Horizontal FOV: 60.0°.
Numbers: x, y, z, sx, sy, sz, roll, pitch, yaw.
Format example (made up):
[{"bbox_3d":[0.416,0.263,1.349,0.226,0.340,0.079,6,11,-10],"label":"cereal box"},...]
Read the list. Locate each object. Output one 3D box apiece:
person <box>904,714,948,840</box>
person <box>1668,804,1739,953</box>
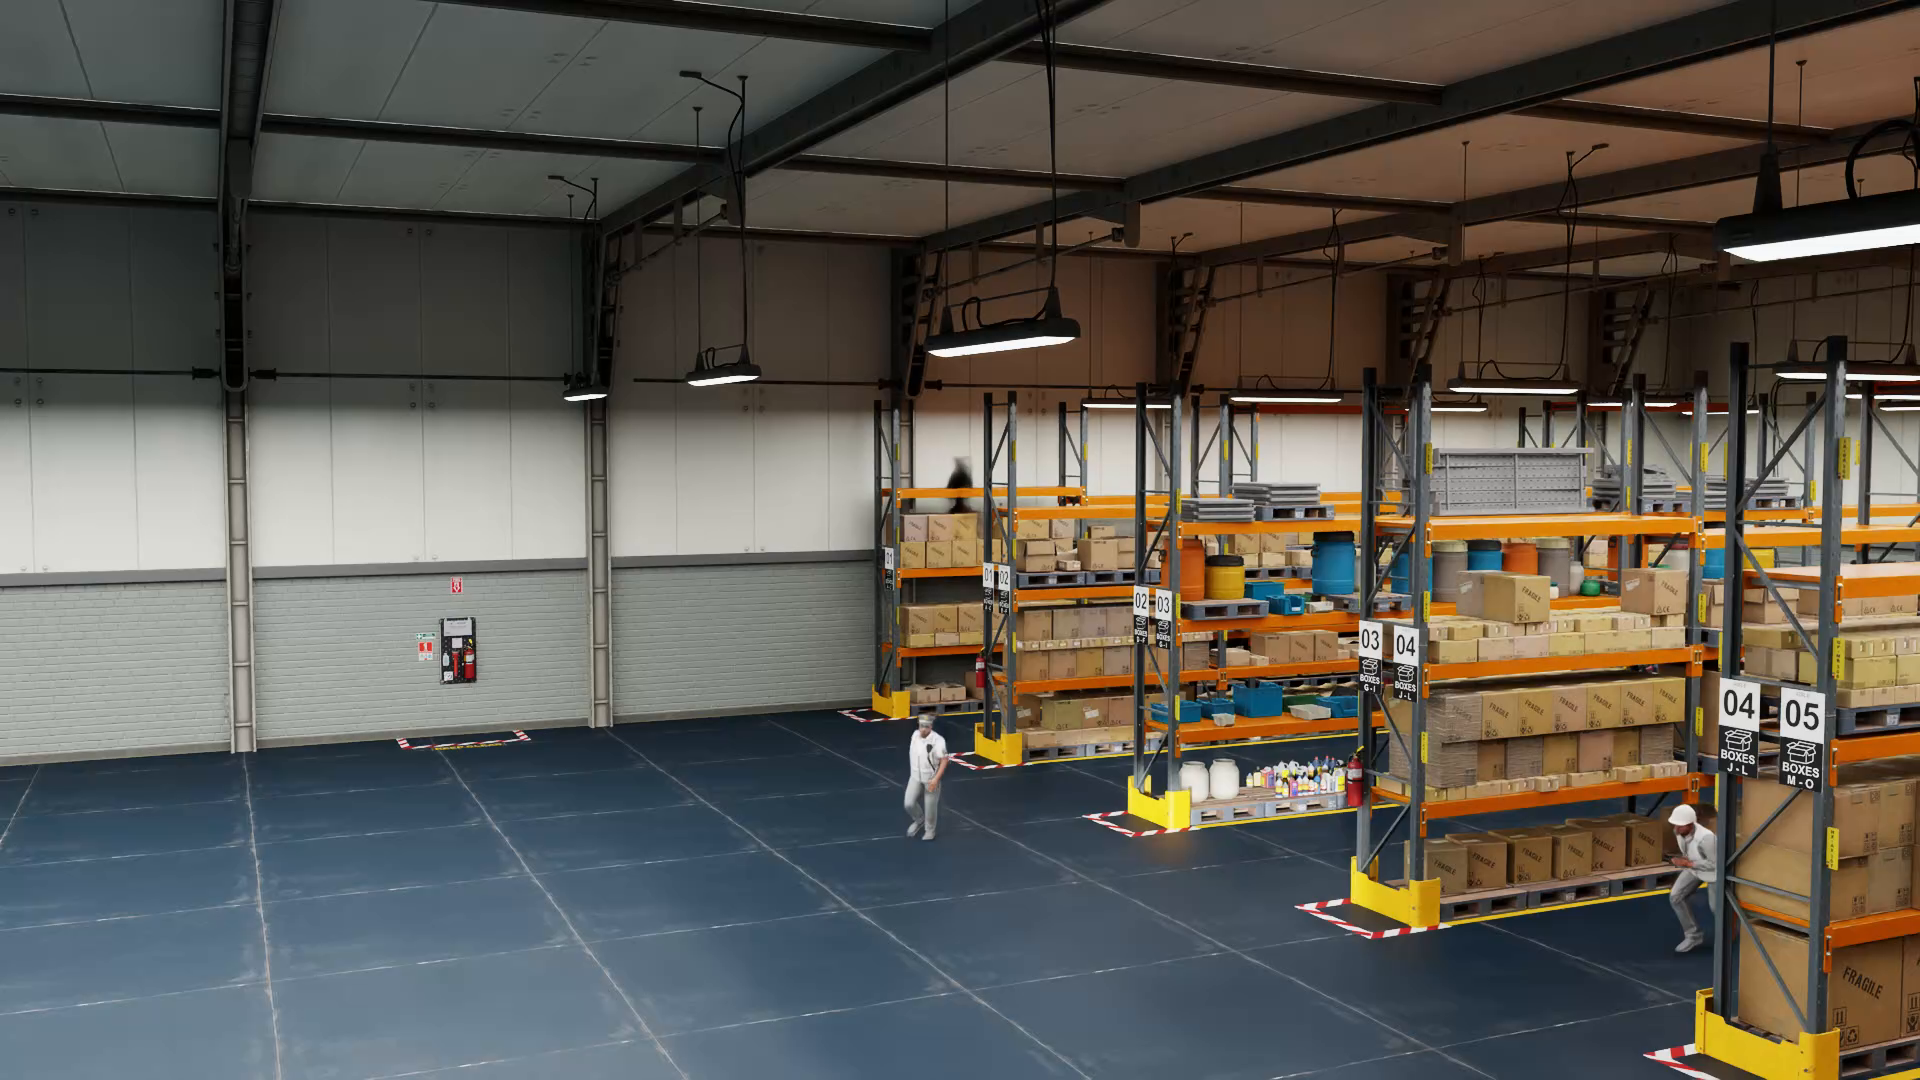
[{"bbox_3d":[-0.424,3.061,21.479,0.660,1.696,0.724,1,4,23],"label":"person"},{"bbox_3d":[7.610,3.416,16.921,1.158,1.555,0.639,-2,4,-27],"label":"person"}]
